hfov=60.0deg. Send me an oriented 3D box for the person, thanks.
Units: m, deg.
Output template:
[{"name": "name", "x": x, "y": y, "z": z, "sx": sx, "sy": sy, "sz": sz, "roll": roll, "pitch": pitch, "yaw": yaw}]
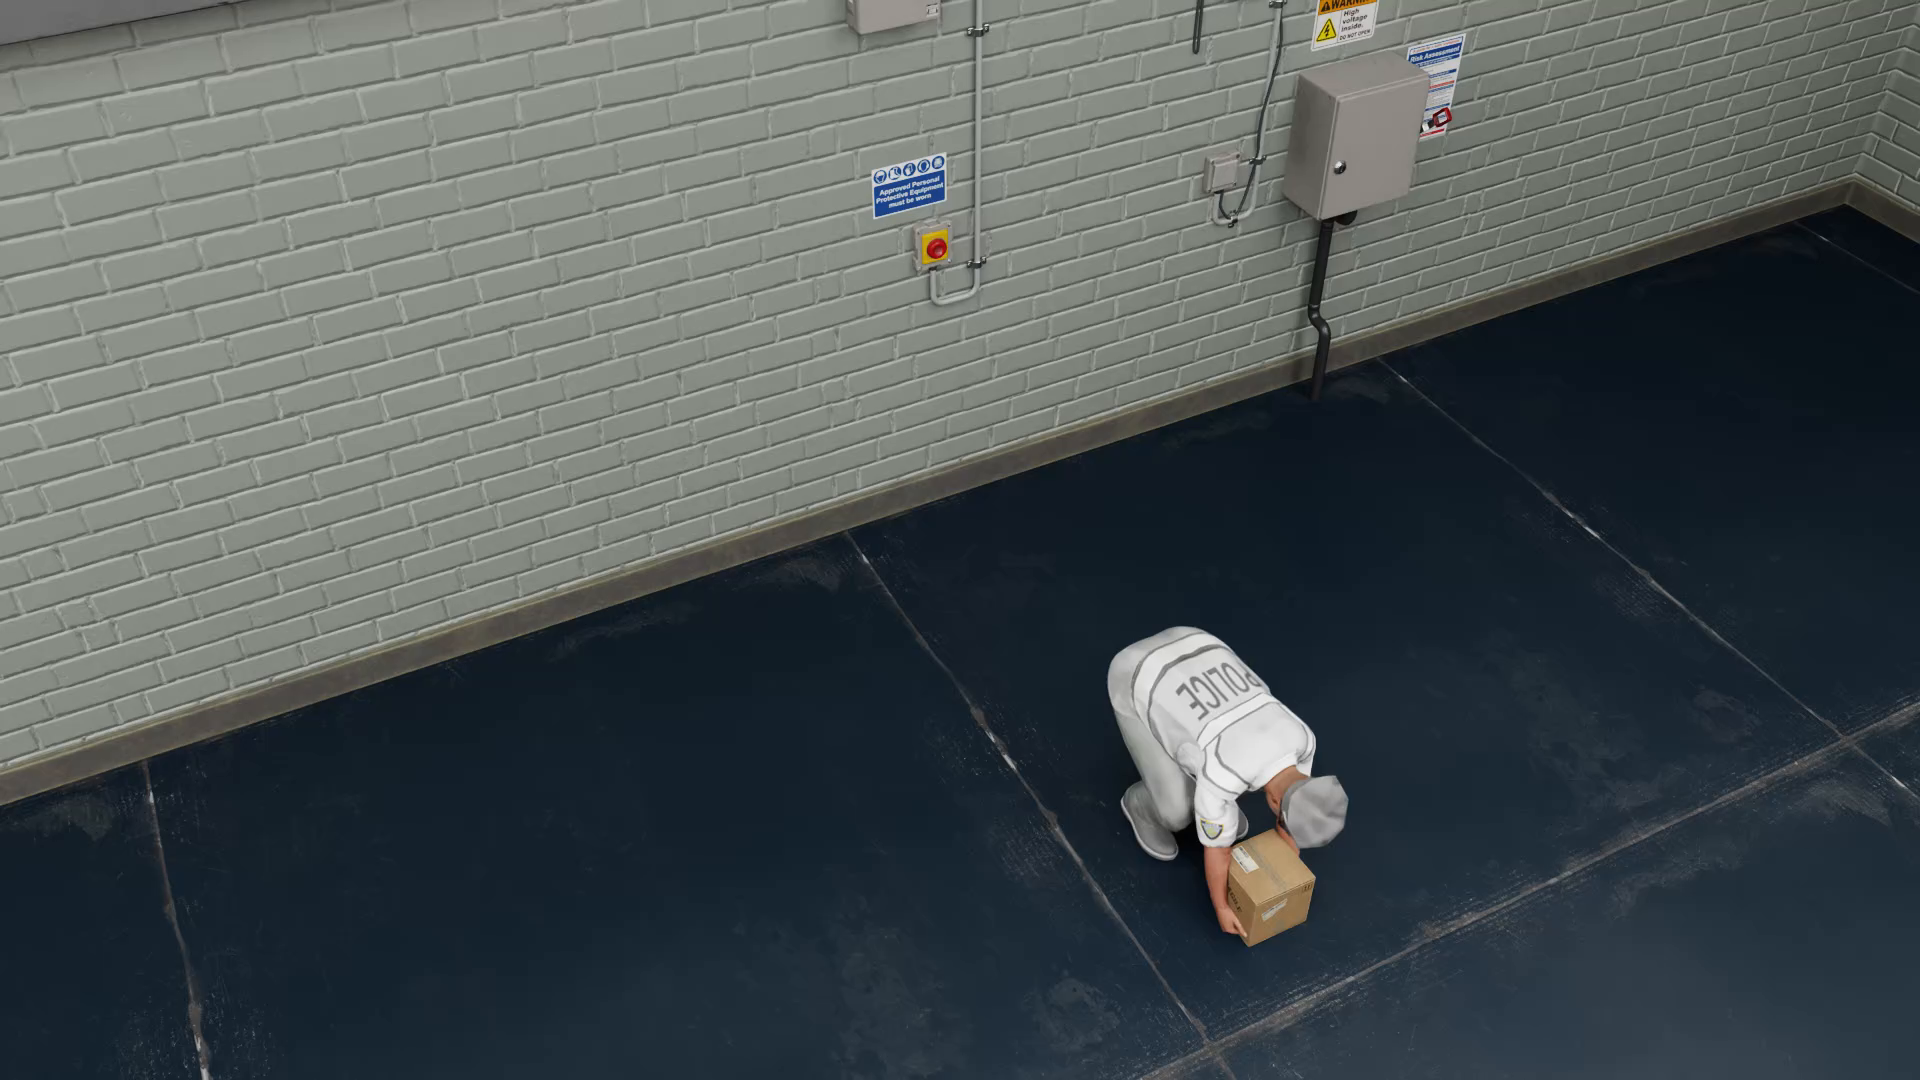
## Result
[{"name": "person", "x": 0.922, "y": 0.844, "z": 5.899, "sx": 0.525, "sy": 0.852, "sz": 1.031, "roll": -20, "pitch": 45, "yaw": -22}]
